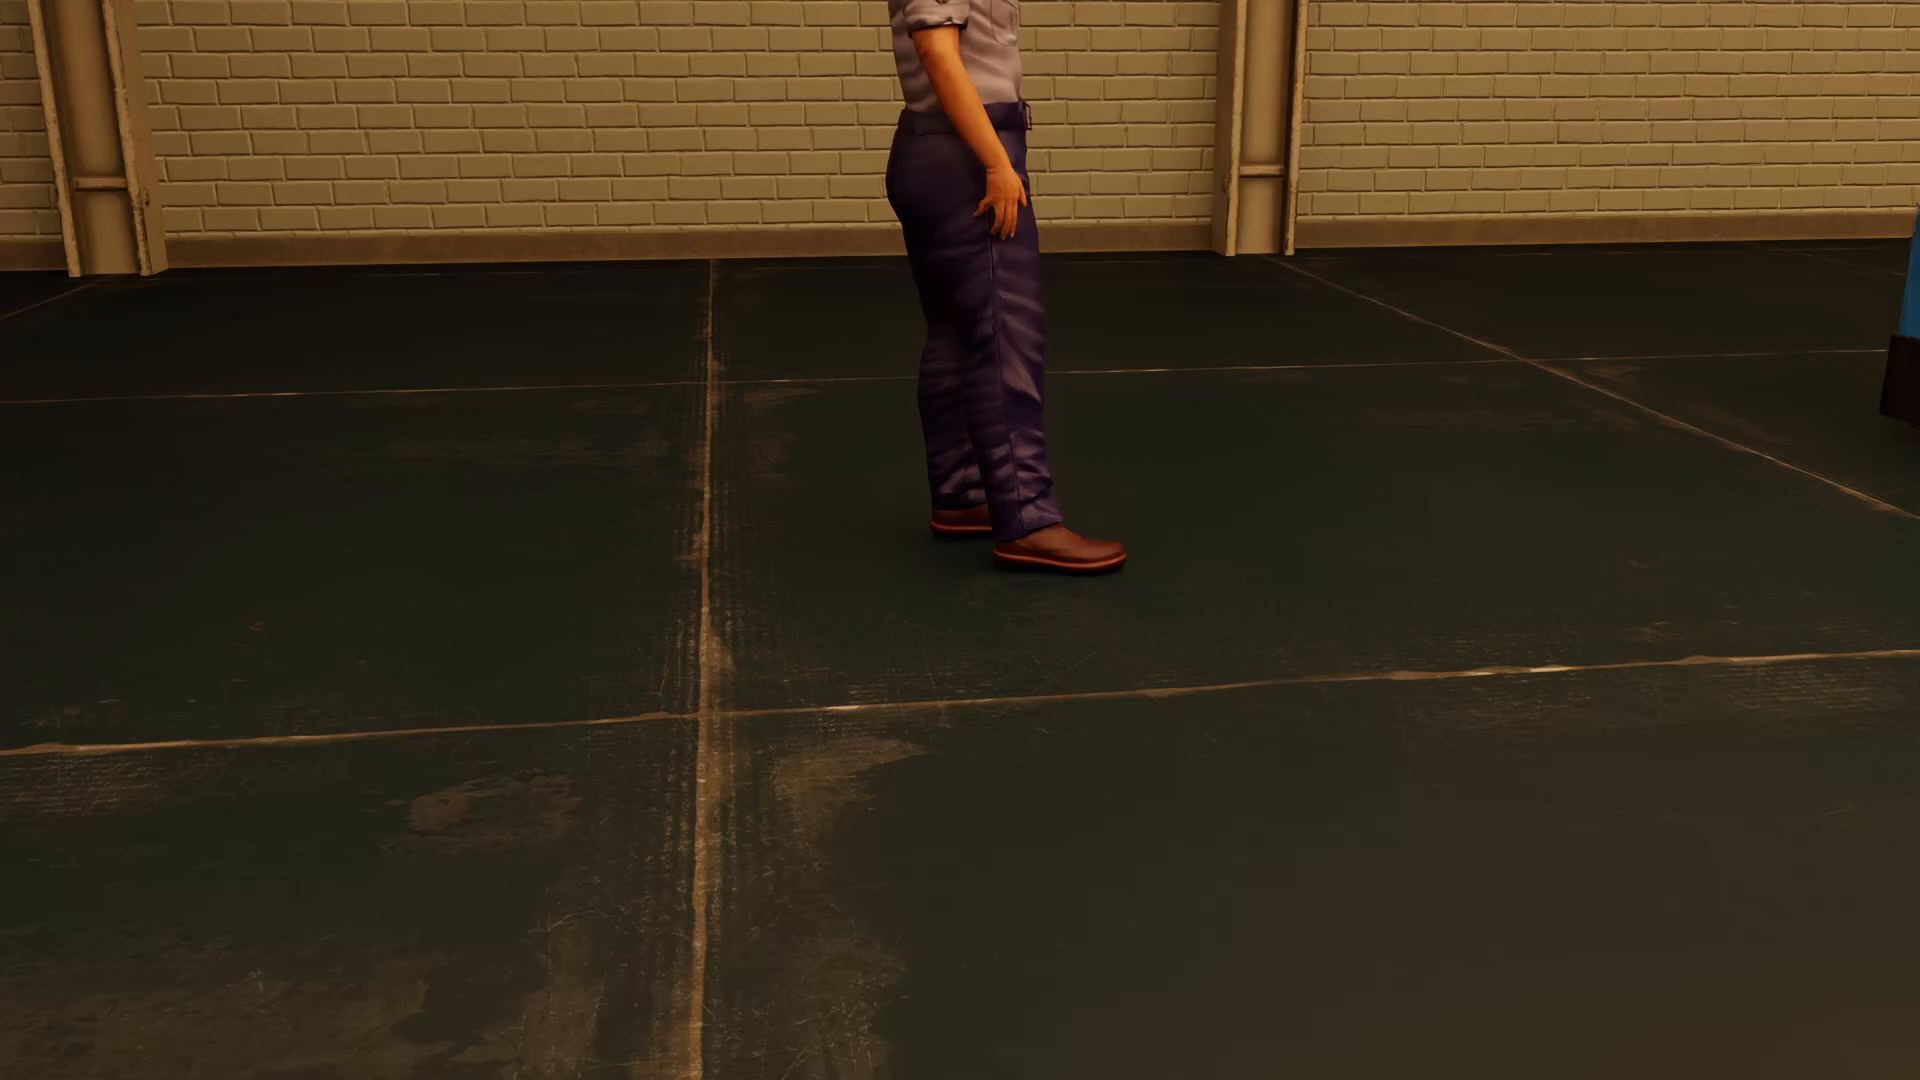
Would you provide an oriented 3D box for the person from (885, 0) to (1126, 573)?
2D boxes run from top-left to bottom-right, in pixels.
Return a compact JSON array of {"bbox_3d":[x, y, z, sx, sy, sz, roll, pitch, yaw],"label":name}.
[{"bbox_3d":[0.093,-0.792,3.716,0.502,1.651,0.598,-2,17,-8],"label":"person"}]

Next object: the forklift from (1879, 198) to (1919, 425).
[{"bbox_3d":[4.323,-1.685,4.479,3.031,2.935,1.130,-4,17,-13],"label":"forklift"}]
